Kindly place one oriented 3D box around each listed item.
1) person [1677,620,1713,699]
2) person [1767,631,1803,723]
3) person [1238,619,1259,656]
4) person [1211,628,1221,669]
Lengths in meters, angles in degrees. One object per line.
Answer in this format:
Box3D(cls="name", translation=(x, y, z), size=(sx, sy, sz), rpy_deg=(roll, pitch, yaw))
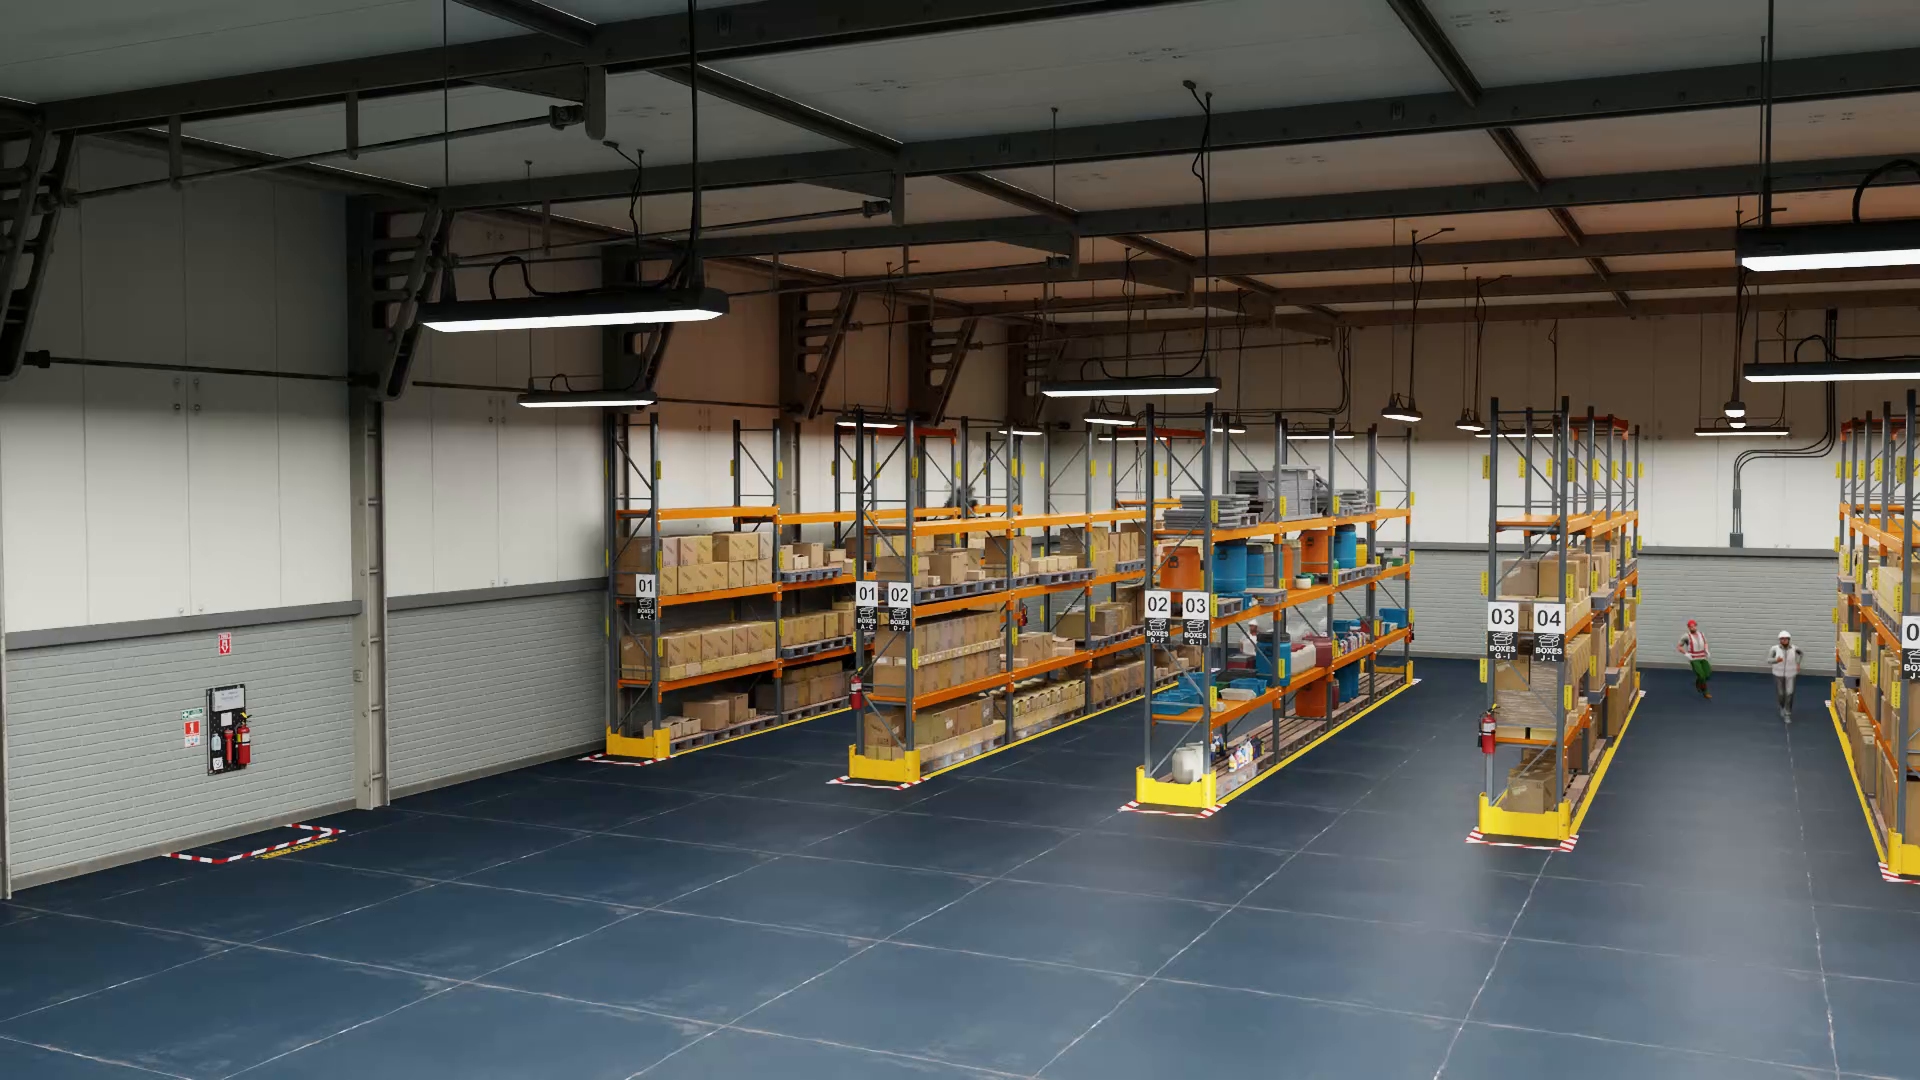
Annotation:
Box3D(cls="person", translation=(16.111, 2.606, 36.470), size=(0.684, 1.715, 0.601), rpy_deg=(0, 2, -4))
Box3D(cls="person", translation=(16.485, 2.734, 33.248), size=(0.643, 1.853, 0.862), rpy_deg=(1, 3, 28))
Box3D(cls="person", translation=(6.277, 2.589, 35.678), size=(0.692, 1.781, 0.922), rpy_deg=(1, 3, 27))
Box3D(cls="person", translation=(6.330, 2.399, 42.172), size=(0.801, 1.734, 0.582), rpy_deg=(2, 3, 41))
